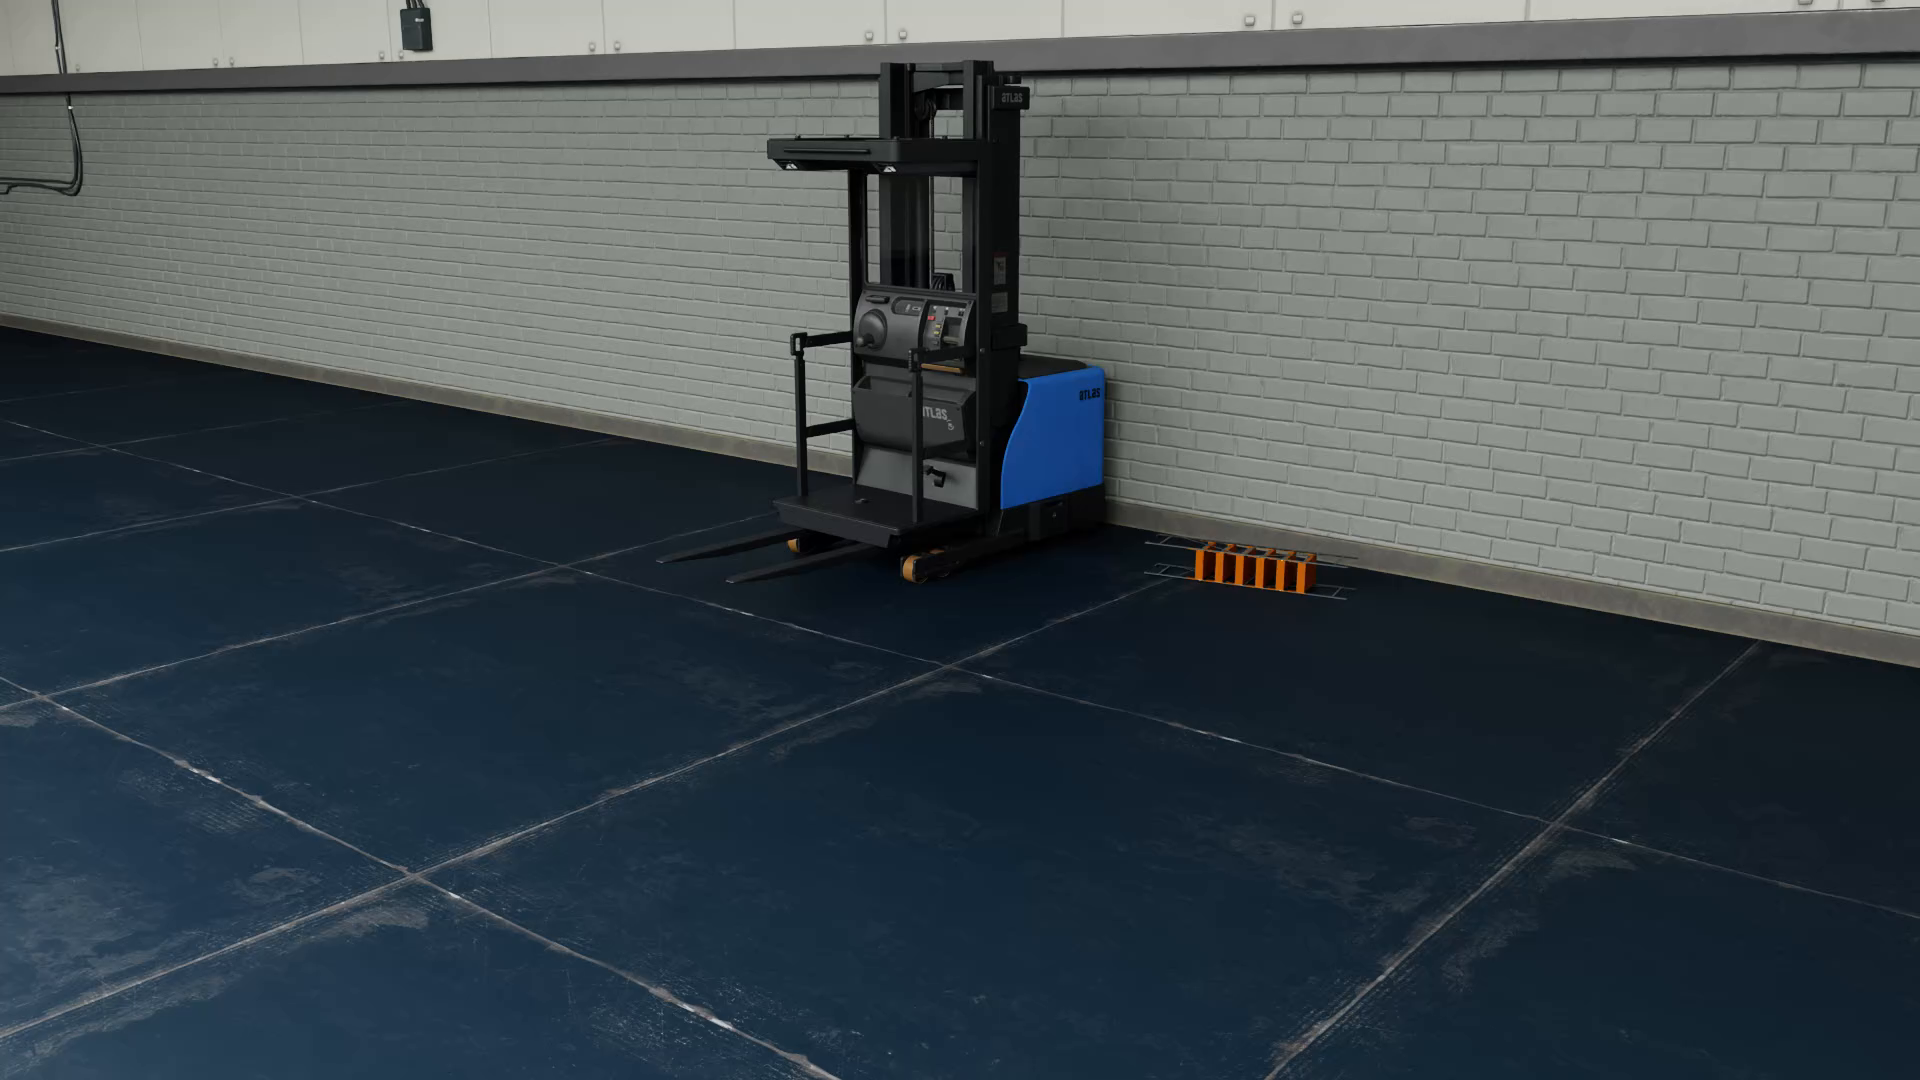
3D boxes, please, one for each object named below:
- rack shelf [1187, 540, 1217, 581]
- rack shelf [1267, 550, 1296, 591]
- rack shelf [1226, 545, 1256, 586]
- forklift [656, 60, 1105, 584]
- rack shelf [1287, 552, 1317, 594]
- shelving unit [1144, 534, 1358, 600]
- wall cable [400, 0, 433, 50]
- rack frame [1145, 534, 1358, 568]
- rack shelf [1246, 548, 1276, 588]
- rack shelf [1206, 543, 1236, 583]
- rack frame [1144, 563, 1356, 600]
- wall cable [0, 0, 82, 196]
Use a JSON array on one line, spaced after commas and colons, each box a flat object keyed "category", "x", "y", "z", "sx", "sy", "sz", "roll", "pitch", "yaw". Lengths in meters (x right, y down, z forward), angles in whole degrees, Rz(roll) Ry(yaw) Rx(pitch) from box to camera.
[{"category": "rack shelf", "x": 1.423, "y": 0.116, "z": 9.763, "sx": 0.103, "sy": 0.180, "sz": 0.258, "roll": 7, "pitch": 16, "yaw": 26}, {"category": "rack shelf", "x": 1.852, "y": 0.171, "z": 9.556, "sx": 0.103, "sy": 0.180, "sz": 0.258, "roll": 7, "pitch": 16, "yaw": 26}, {"category": "rack shelf", "x": 1.637, "y": 0.143, "z": 9.659, "sx": 0.103, "sy": 0.180, "sz": 0.258, "roll": 7, "pitch": 16, "yaw": 26}, {"category": "forklift", "x": -0.425, "y": -1.308, "z": 9.818, "sx": 1.130, "sy": 2.935, "sz": 3.031, "roll": 13, "pitch": 19, "yaw": 41}, {"category": "rack shelf", "x": 1.959, "y": 0.185, "z": 9.504, "sx": 0.103, "sy": 0.180, "sz": 0.258, "roll": 7, "pitch": 16, "yaw": 26}, {"category": "shelving unit", "x": 1.677, "y": 0.149, "z": 9.640, "sx": 1.200, "sy": 0.189, "sz": 0.258, "roll": 7, "pitch": 16, "yaw": 26}, {"category": "wall cable", "x": -4.056, "y": -7.111, "z": 13.432, "sx": 2.305, "sy": 6.003, "sz": 0.169, "roll": 11, "pitch": 18, "yaw": 38}, {"category": "rack frame", "x": 1.677, "y": 0.060, "z": 9.617, "sx": 1.200, "sy": 0.006, "sz": 0.240, "roll": 7, "pitch": 16, "yaw": 26}, {"category": "rack shelf", "x": 1.745, "y": 0.157, "z": 9.607, "sx": 0.103, "sy": 0.180, "sz": 0.258, "roll": 7, "pitch": 16, "yaw": 26}, {"category": "rack shelf", "x": 1.530, "y": 0.130, "z": 9.711, "sx": 0.103, "sy": 0.180, "sz": 0.258, "roll": 7, "pitch": 16, "yaw": 26}, {"category": "rack frame", "x": 1.677, "y": 0.237, "z": 9.663, "sx": 1.200, "sy": 0.006, "sz": 0.240, "roll": 7, "pitch": 16, "yaw": 26}, {"category": "wall cable", "x": -11.430, "y": -5.430, "z": 20.028, "sx": 3.097, "sy": 2.526, "sz": 0.112, "roll": 11, "pitch": 18, "yaw": 38}]
